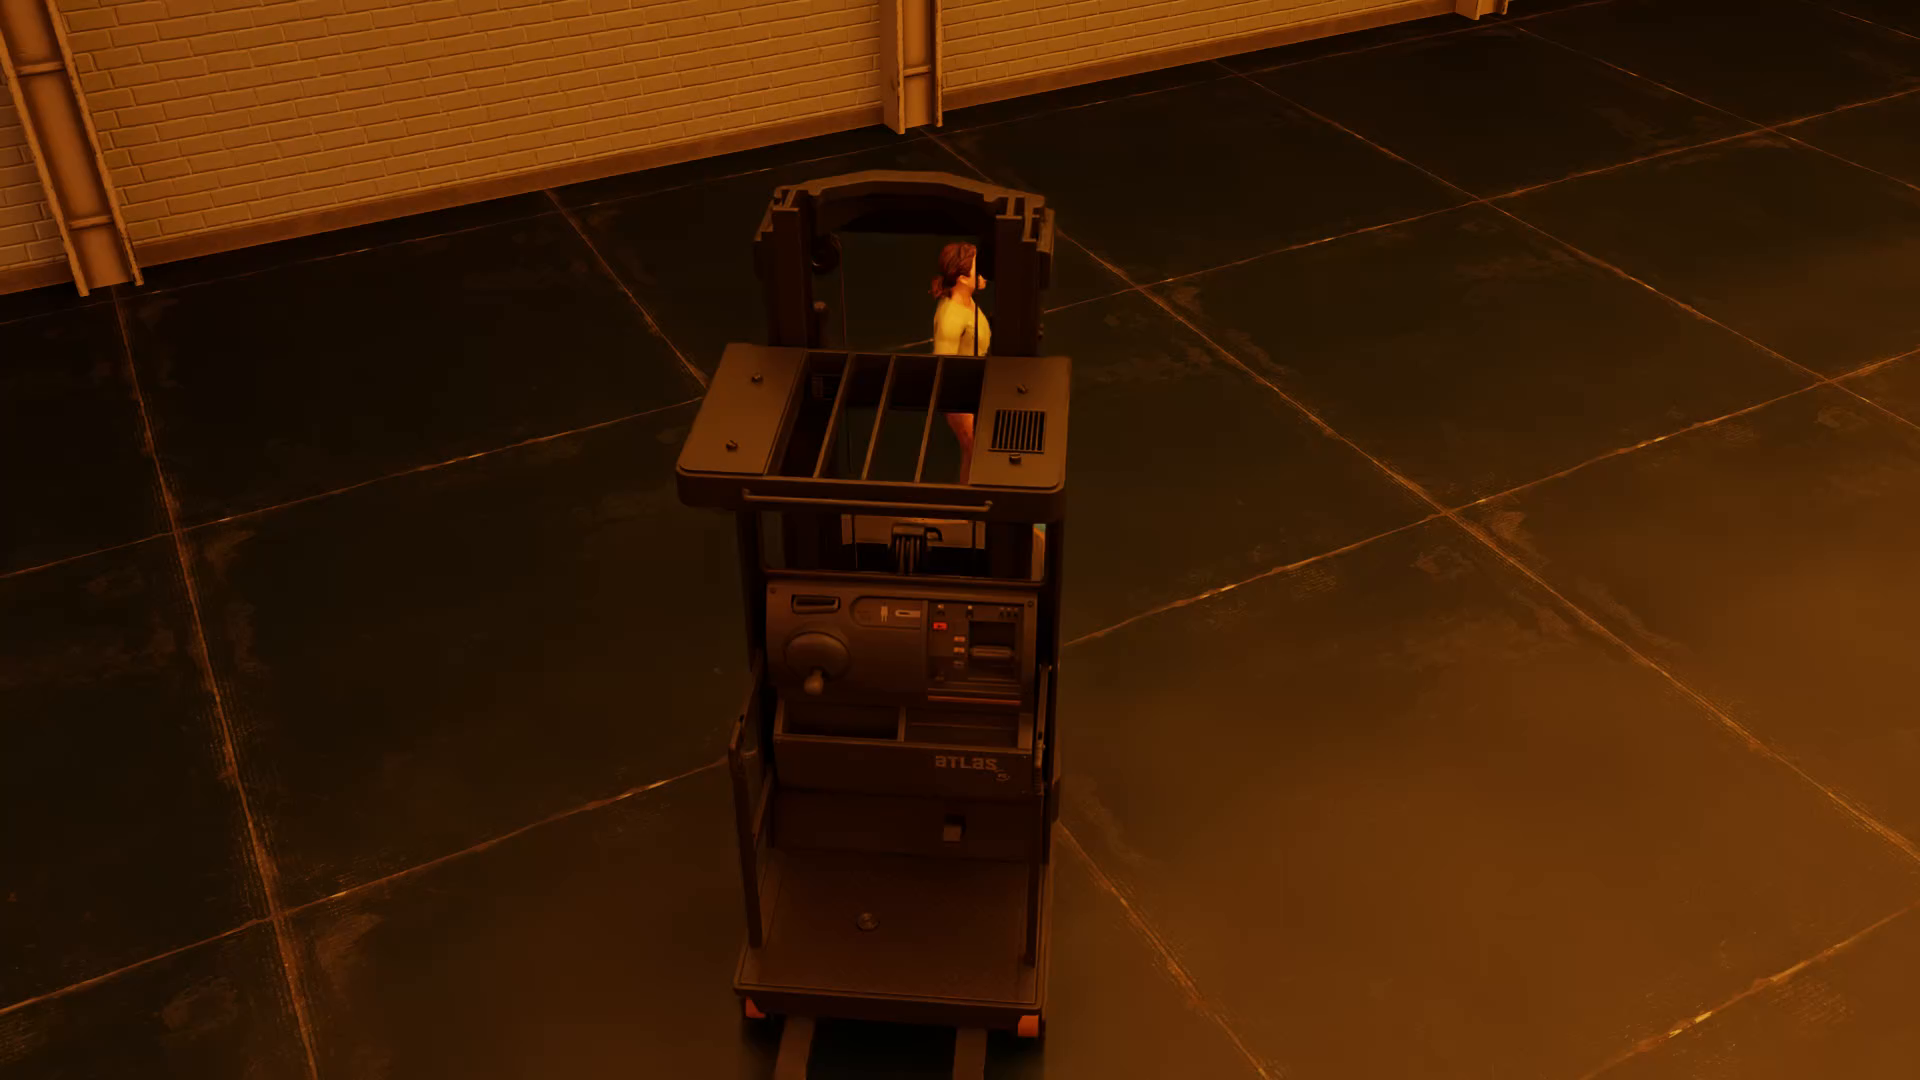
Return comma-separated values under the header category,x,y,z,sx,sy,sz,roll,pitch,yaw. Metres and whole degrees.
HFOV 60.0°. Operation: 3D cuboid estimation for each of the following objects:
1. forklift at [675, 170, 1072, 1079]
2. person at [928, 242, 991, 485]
category,x,y,z,sx,sy,sz,roll,pitch,yaw
forklift,-0.219,0.417,5.533,1.130,2.935,3.031,3,35,4
person,0.126,-0.672,8.174,0.569,1.663,0.565,2,35,2
